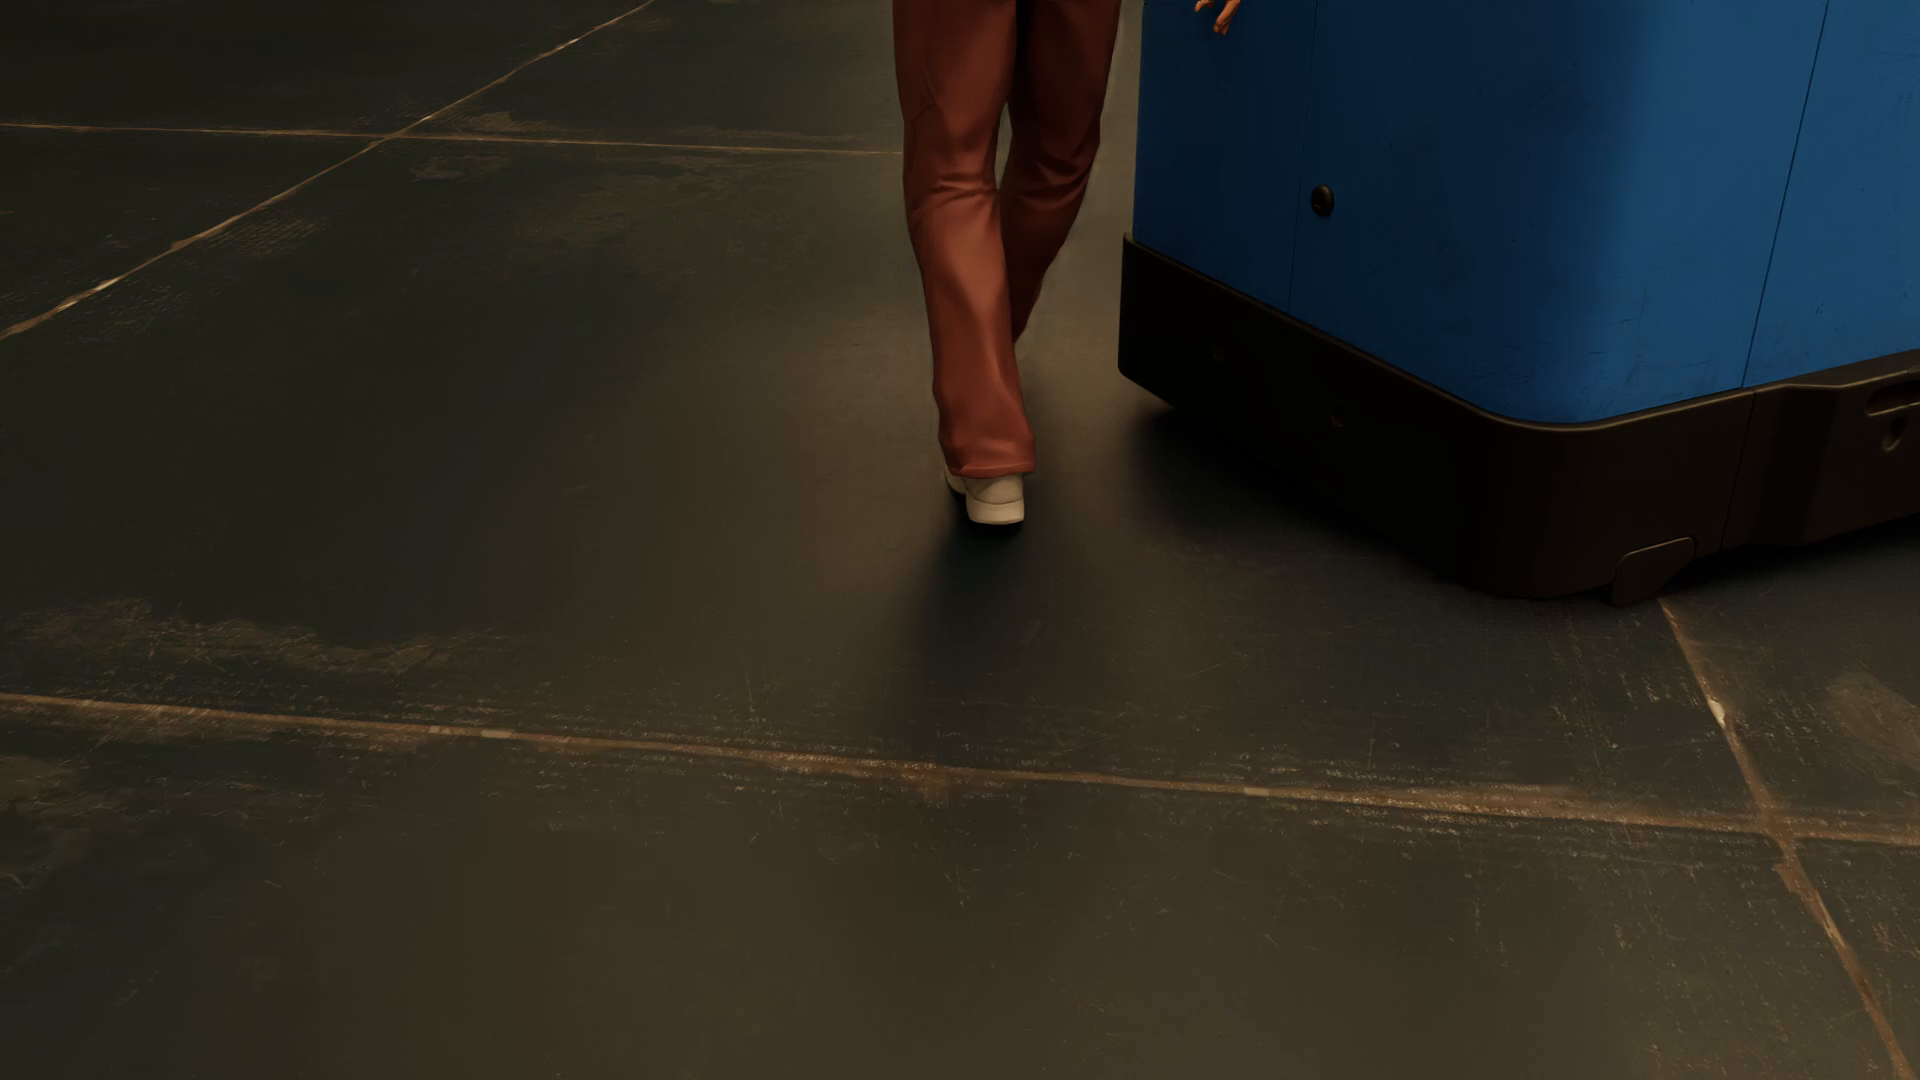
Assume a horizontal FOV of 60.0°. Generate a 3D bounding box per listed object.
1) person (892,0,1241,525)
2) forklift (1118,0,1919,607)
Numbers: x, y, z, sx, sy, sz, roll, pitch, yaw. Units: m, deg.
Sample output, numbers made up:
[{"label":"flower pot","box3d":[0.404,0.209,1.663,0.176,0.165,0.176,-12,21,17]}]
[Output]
[{"label":"person","box3d":[0.060,-0.925,2.555,0.649,1.610,0.883,-5,27,-9]},{"label":"forklift","box3d":[1.834,-1.664,2.552,3.031,2.935,1.130,-12,29,-23]}]
